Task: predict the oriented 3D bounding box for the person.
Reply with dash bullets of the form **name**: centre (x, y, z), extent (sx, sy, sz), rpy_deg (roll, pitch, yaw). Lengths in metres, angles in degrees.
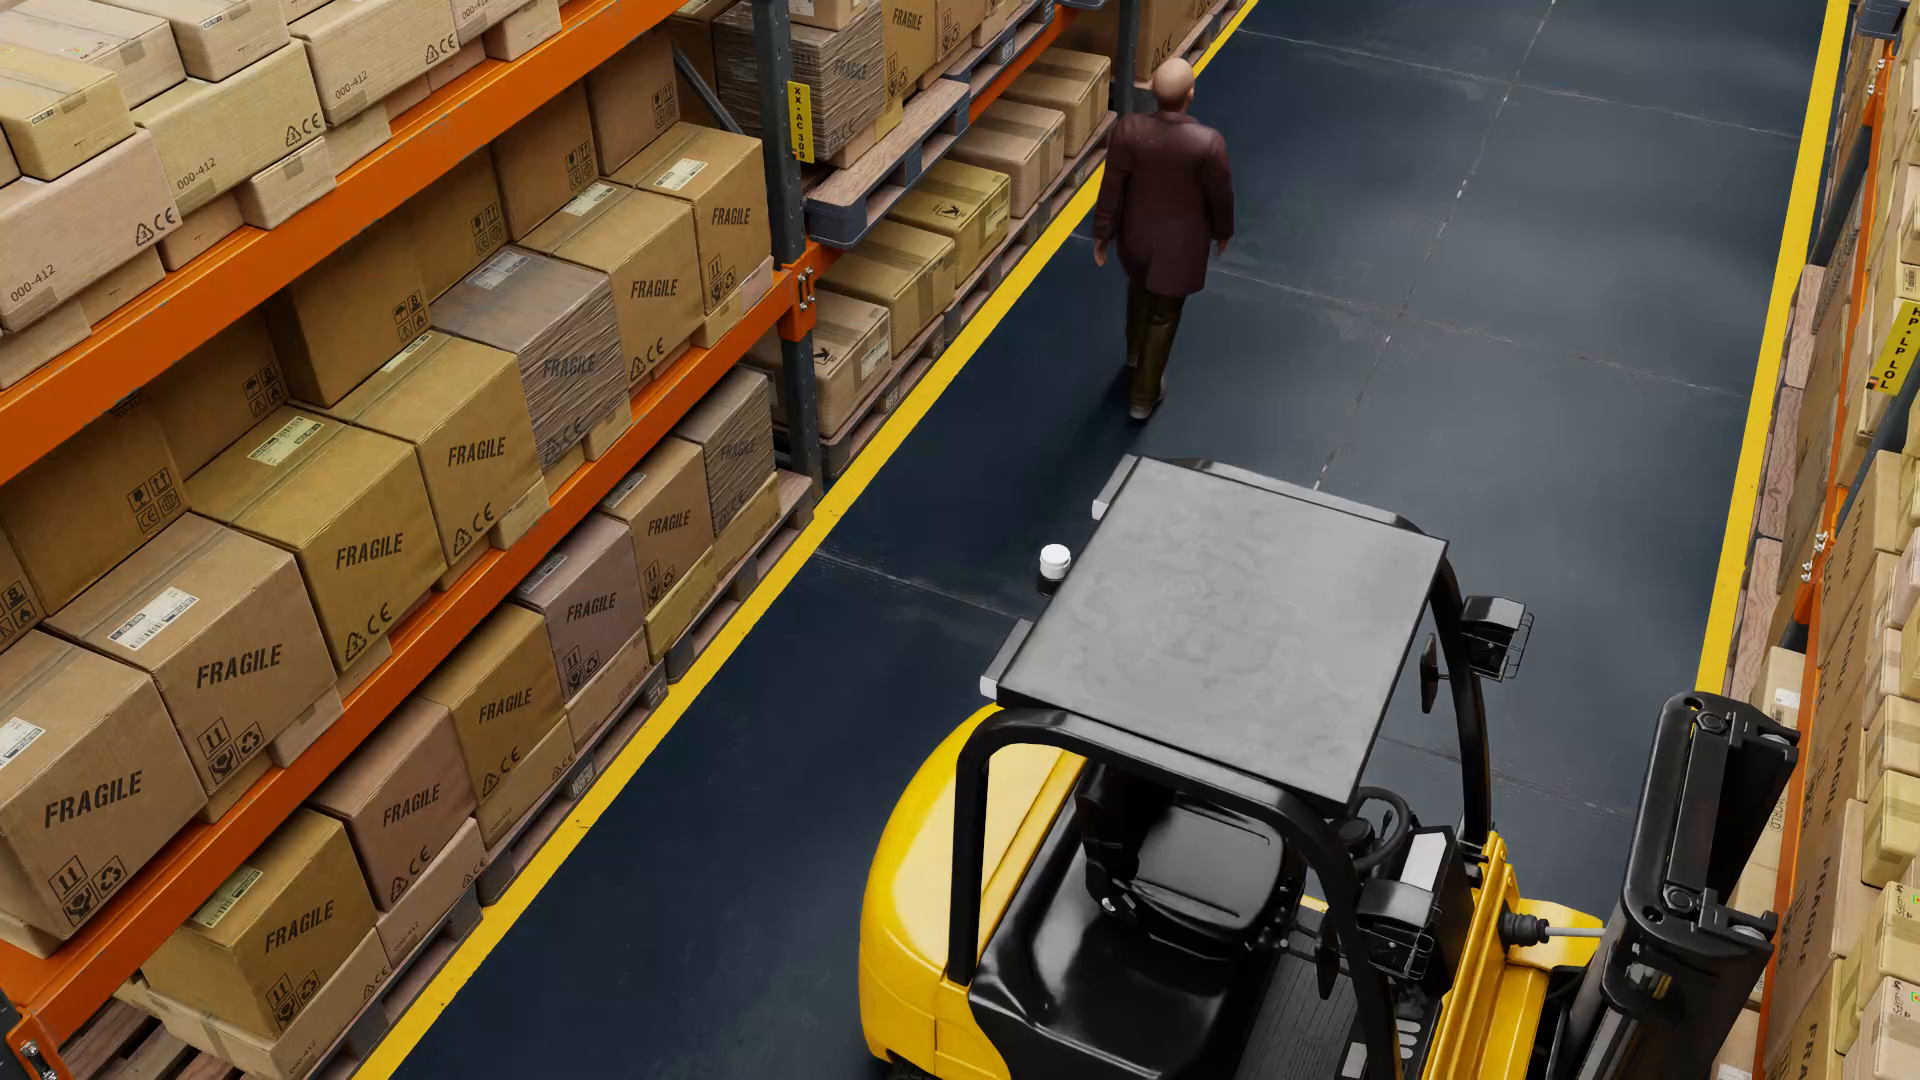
- **person**: centre (0.949, -1.394, 7.771), extent (0.626, 1.850, 0.624), rpy_deg (16, 44, 17)
